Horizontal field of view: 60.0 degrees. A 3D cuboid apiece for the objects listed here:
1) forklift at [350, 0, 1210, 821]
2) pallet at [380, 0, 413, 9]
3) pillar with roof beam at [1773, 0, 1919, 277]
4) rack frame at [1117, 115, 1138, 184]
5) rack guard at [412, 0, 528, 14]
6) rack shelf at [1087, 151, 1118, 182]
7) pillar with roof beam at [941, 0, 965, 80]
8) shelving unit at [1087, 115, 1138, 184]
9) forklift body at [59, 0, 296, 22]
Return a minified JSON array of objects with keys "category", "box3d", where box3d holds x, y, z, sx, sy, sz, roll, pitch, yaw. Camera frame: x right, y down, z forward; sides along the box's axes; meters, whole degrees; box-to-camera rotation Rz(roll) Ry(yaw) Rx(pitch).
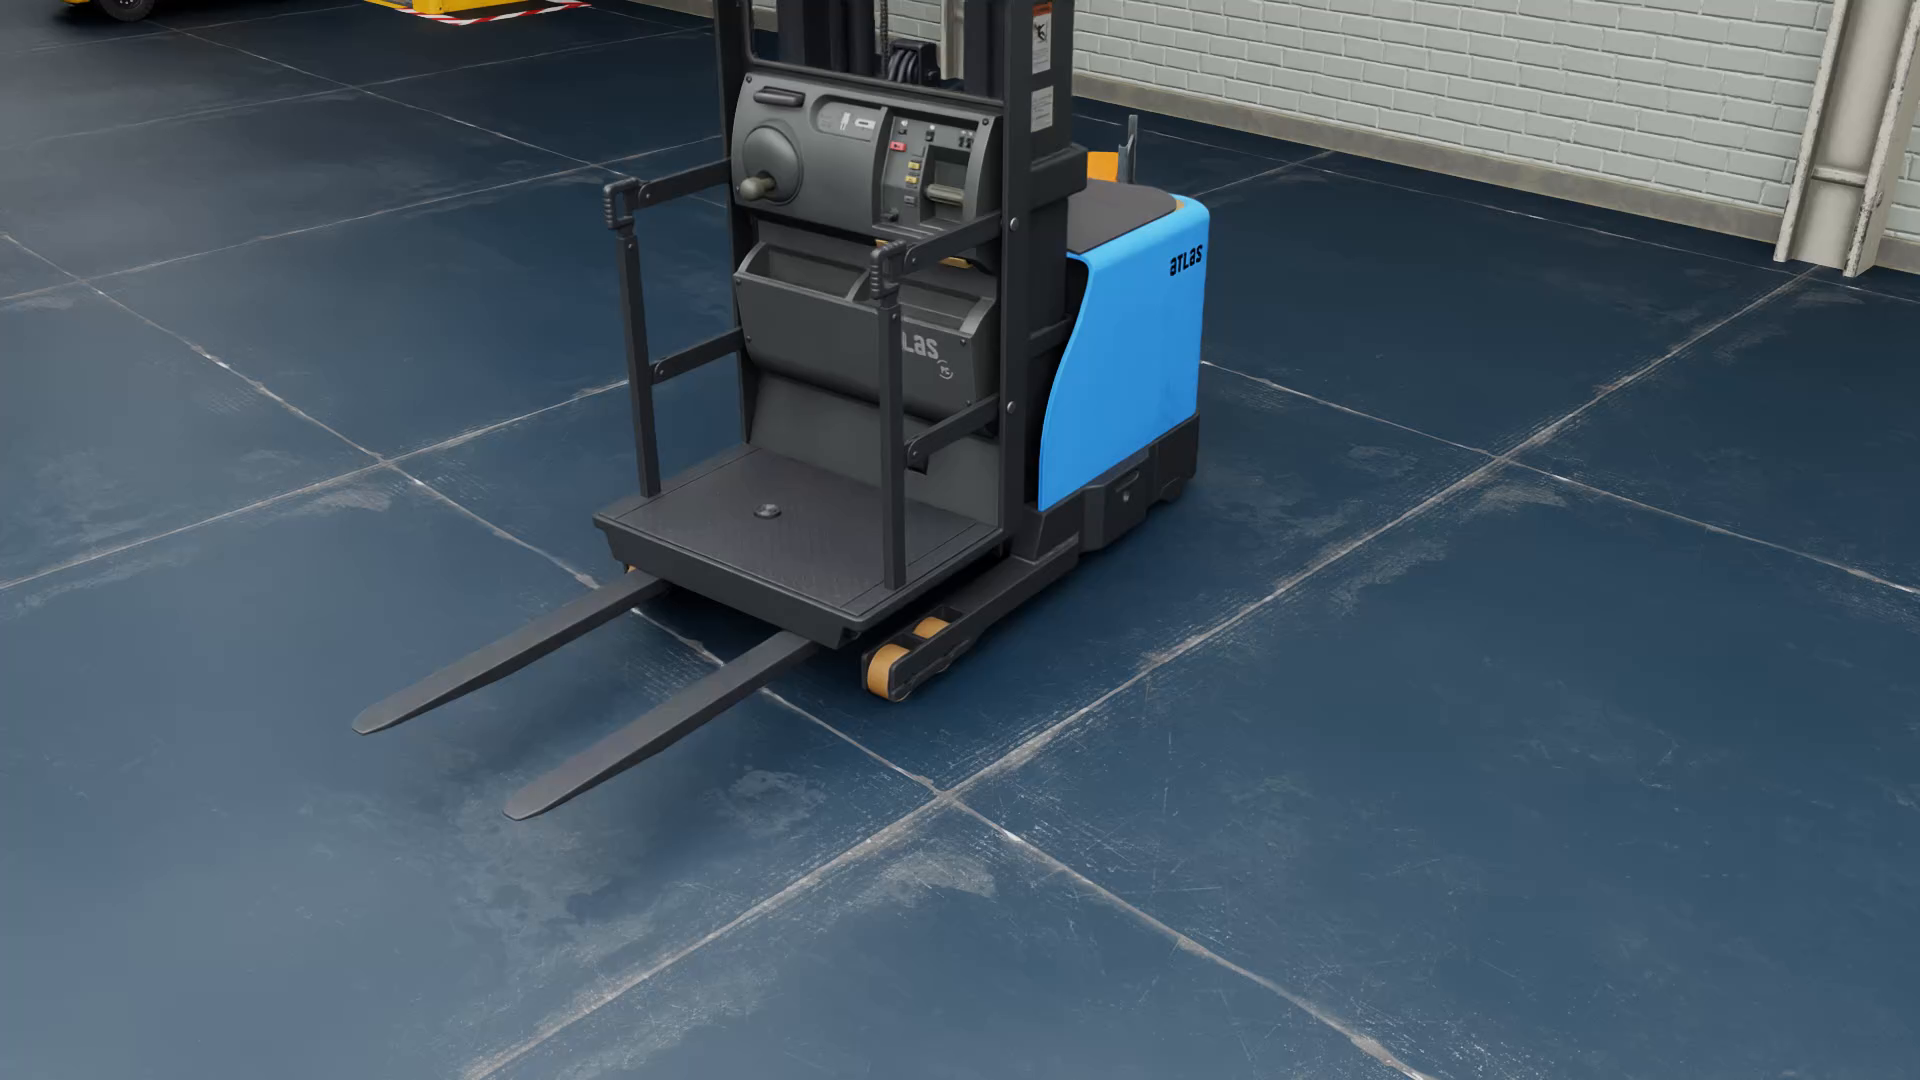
[{"category":"forklift","box3d":[-0.422,-1.084,4.662,1.130,2.935,3.031,19,33,32]},{"category":"pallet","box3d":[-4.884,-5.131,15.280,1.213,0.211,1.003,25,36,38]},{"category":"pillar with roof beam","box3d":[1.365,-3.967,3.624,0.400,9.000,9.100,25,36,38]},{"category":"rack frame","box3d":[0.635,-1.045,6.529,0.032,1.125,0.500,5,28,9]},{"category":"rack guard","box3d":[-4.292,-5.015,14.750,0.348,0.500,1.175,25,36,38]},{"category":"rack shelf","box3d":[0.134,-1.345,6.470,1.000,0.278,0.538,5,28,9]},{"category":"pillar with roof beam","box3d":[-2.913,-5.924,7.348,0.400,9.000,9.100,25,36,38]},{"category":"shelving unit","box3d":[0.134,-1.086,6.607,1.048,1.125,0.538,5,28,9]},{"category":"forklift body","box3d":[-6.940,-5.767,14.406,1.214,2.155,2.313,25,36,38]}]
